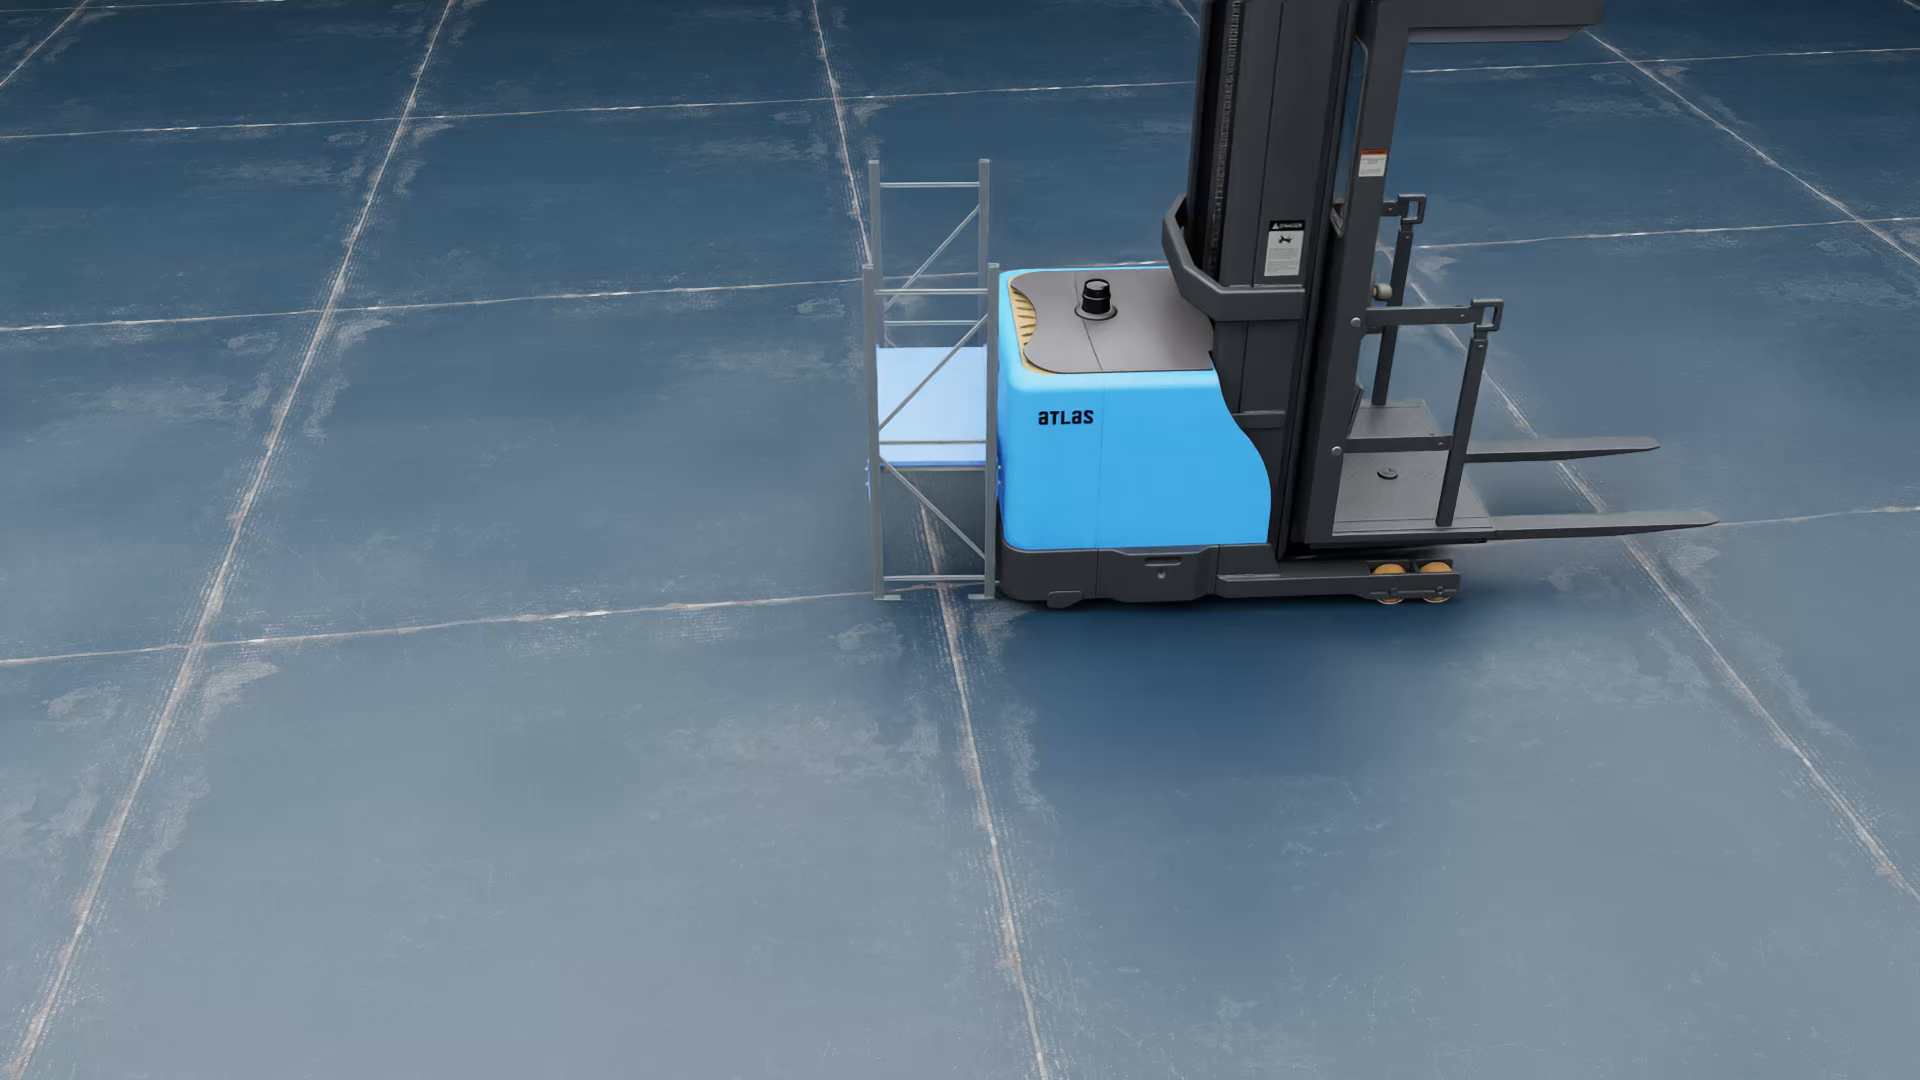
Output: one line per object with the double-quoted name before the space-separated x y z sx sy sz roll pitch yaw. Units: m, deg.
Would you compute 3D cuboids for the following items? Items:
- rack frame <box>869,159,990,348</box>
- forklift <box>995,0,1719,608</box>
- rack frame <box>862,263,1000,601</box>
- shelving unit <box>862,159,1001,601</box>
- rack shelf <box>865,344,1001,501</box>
"rack frame" -0.127 -0.950 7.312 0.500 1.500 0.032 -1 34 -1
"forklift" 1.655 -1.244 6.473 3.031 2.935 1.130 -2 34 -3
"rack frame" -0.106 -0.378 6.472 0.500 1.500 0.032 -1 34 -1
"shelving unit" -0.117 -0.664 6.892 0.538 1.500 1.048 -1 34 -1
"rack shelf" -0.117 -0.515 6.994 0.538 0.185 1.000 -1 34 -1
